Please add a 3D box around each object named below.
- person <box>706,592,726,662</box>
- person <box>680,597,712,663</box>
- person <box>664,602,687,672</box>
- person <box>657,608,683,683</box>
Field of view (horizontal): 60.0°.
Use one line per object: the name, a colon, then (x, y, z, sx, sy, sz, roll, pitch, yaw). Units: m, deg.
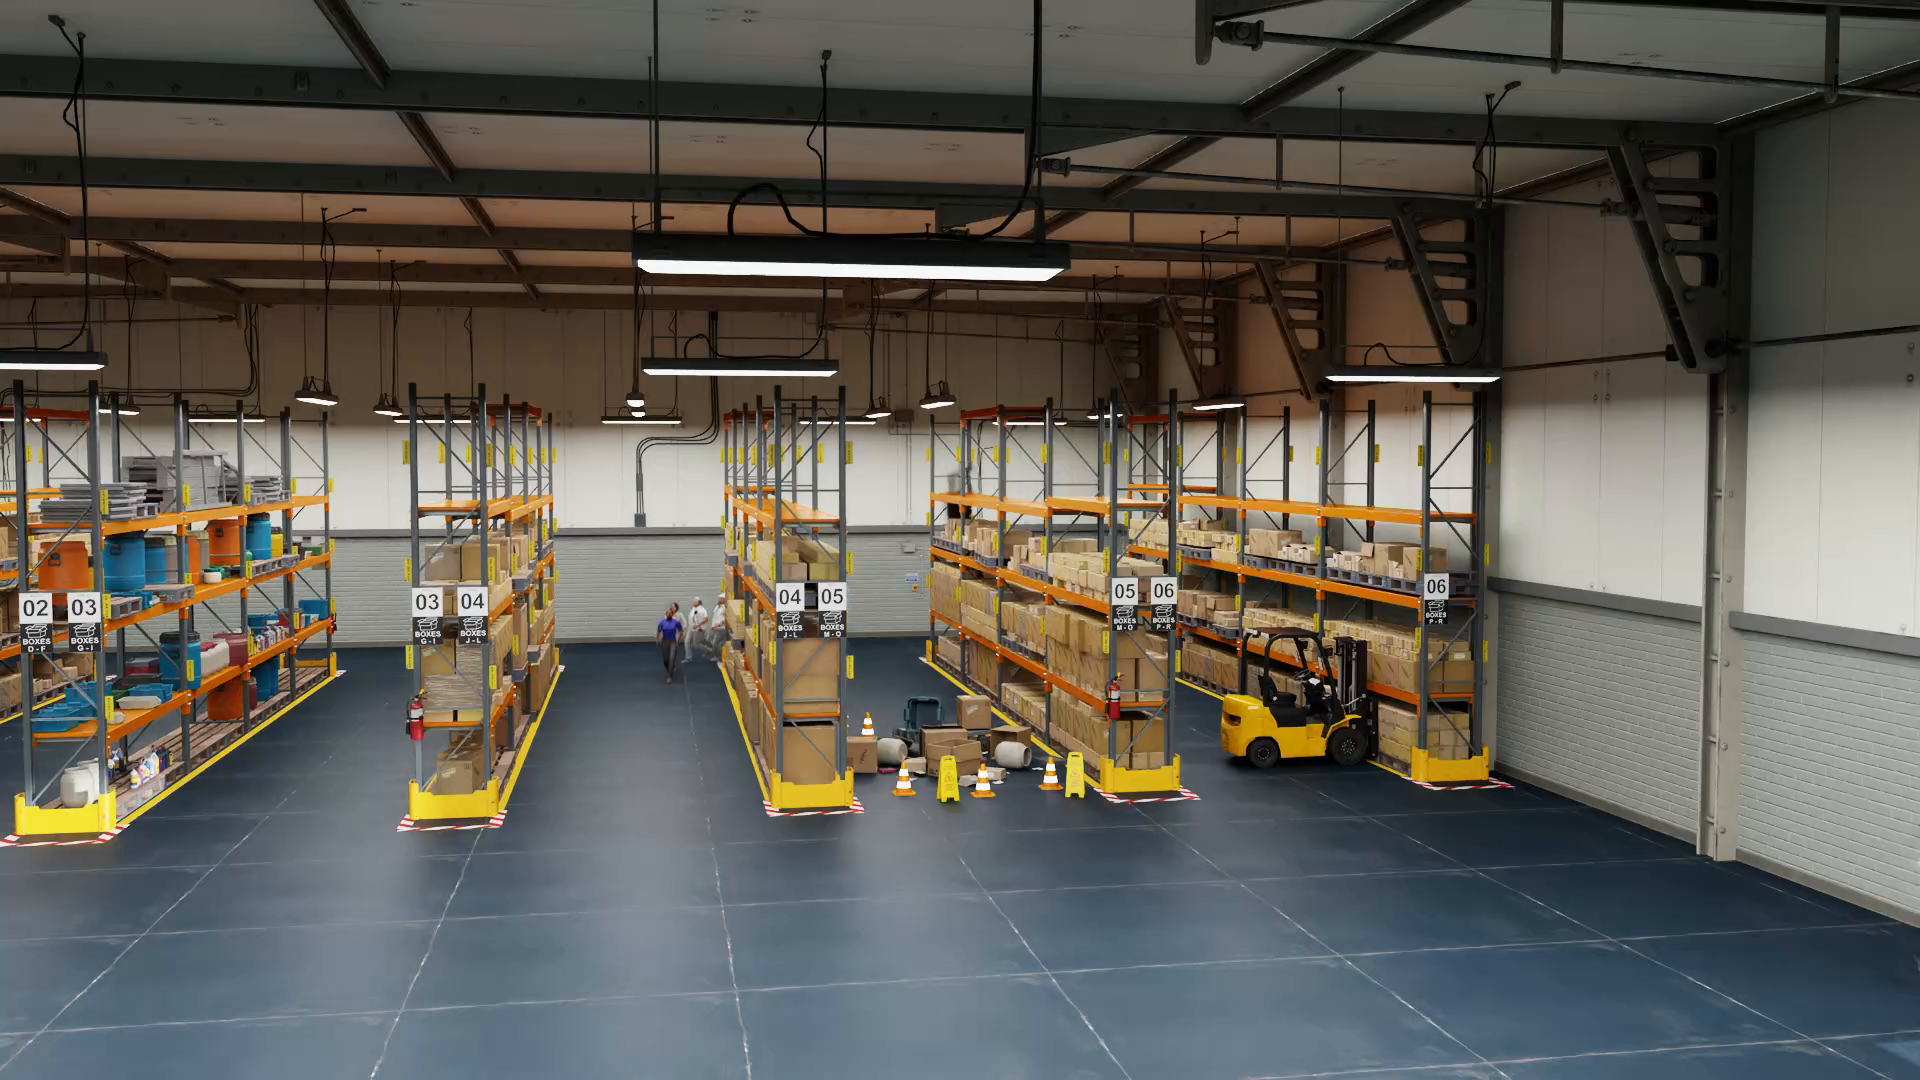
person: (-5.852, 2.113, 40.264, 0.545, 1.700, 0.683, -3, 4, -41)
person: (-6.309, 2.166, 40.200, 0.762, 1.620, 0.649, -2, 4, -39)
person: (-6.622, 2.246, 38.399, 0.545, 1.624, 0.710, 0, 3, 8)
person: (-6.461, 2.341, 37.041, 0.588, 1.621, 0.742, 0, 3, -7)
